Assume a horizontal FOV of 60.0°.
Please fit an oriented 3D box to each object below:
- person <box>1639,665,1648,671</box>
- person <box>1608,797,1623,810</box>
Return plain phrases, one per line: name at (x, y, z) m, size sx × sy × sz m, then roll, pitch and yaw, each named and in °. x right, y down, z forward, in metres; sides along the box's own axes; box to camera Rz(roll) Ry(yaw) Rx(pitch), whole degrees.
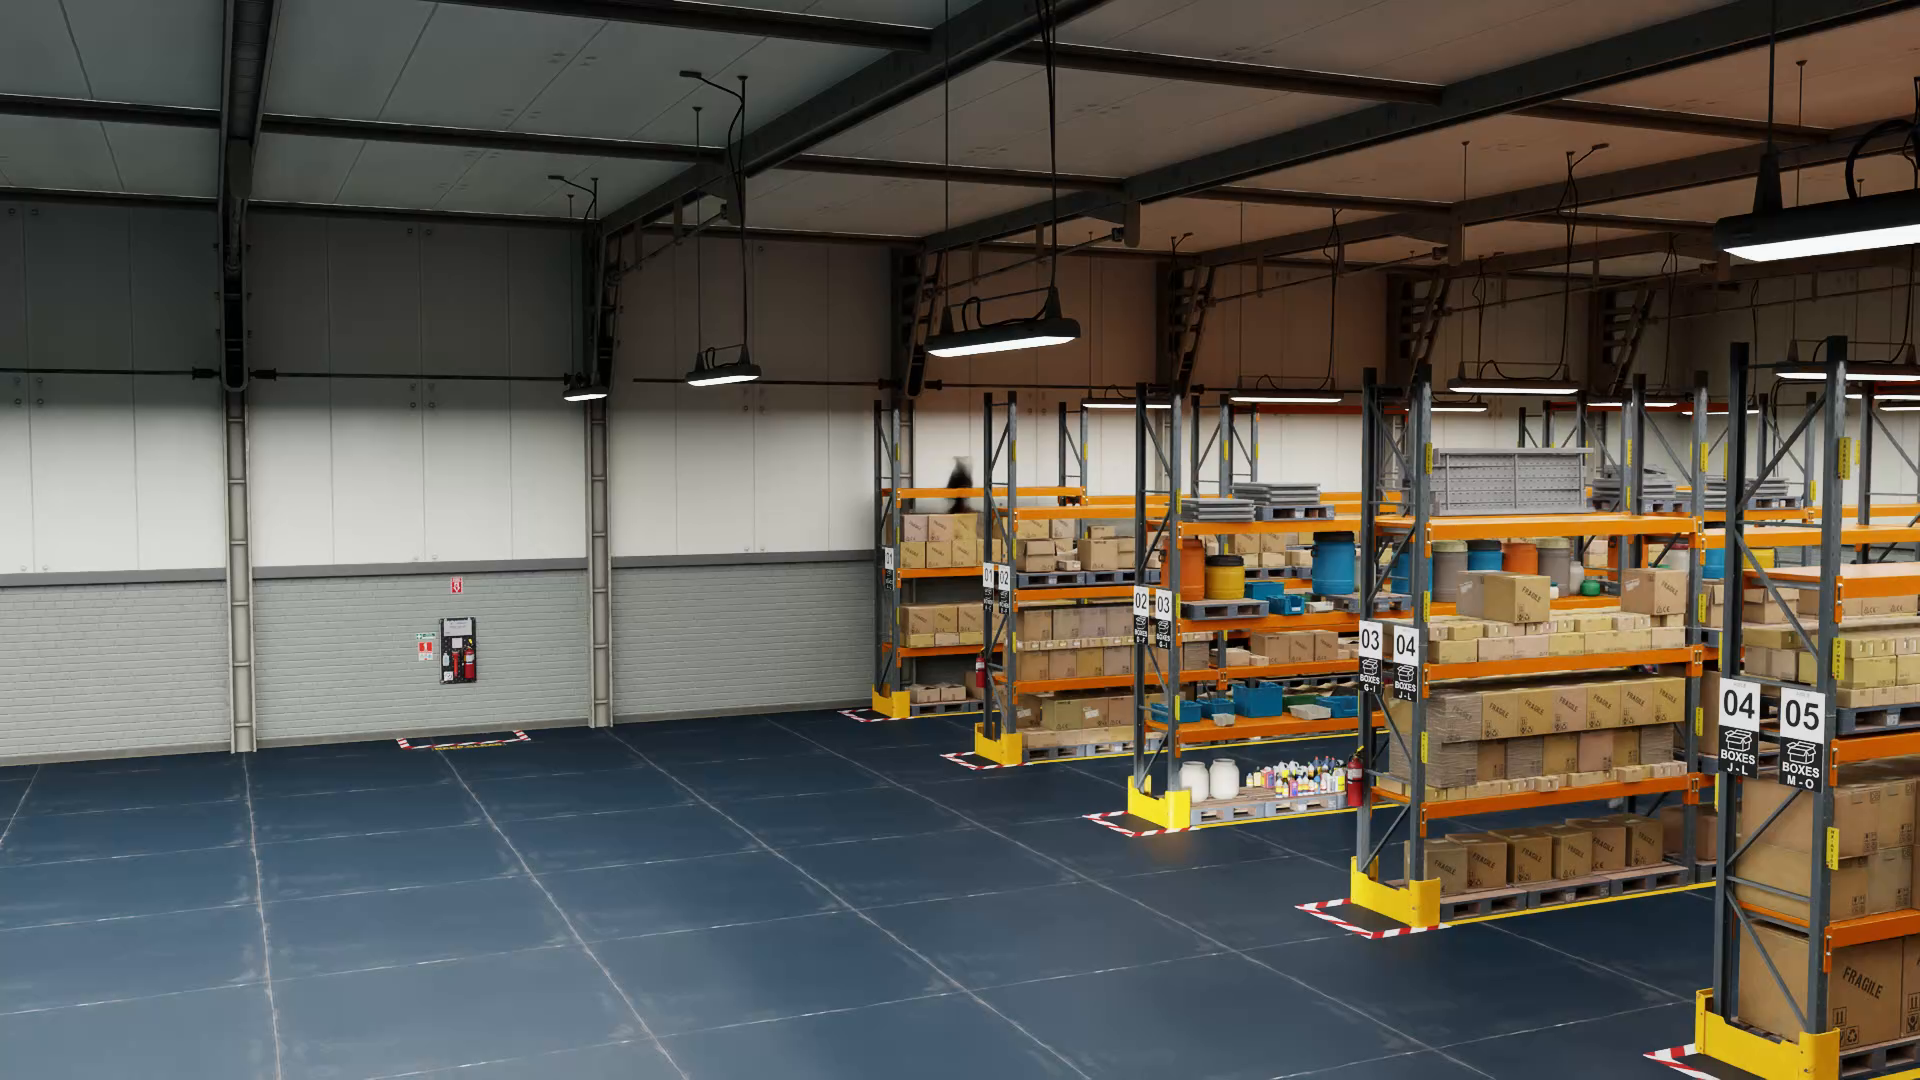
person at (11.664, 2.713, 28.606) m, size 0.811 × 1.654 × 0.522 m, roll -2°, pitch 4°, yaw -25°
person at (9.195, 2.911, 23.474) m, size 0.790 × 1.783 × 0.670 m, roll -2°, pitch 4°, yaw -29°
